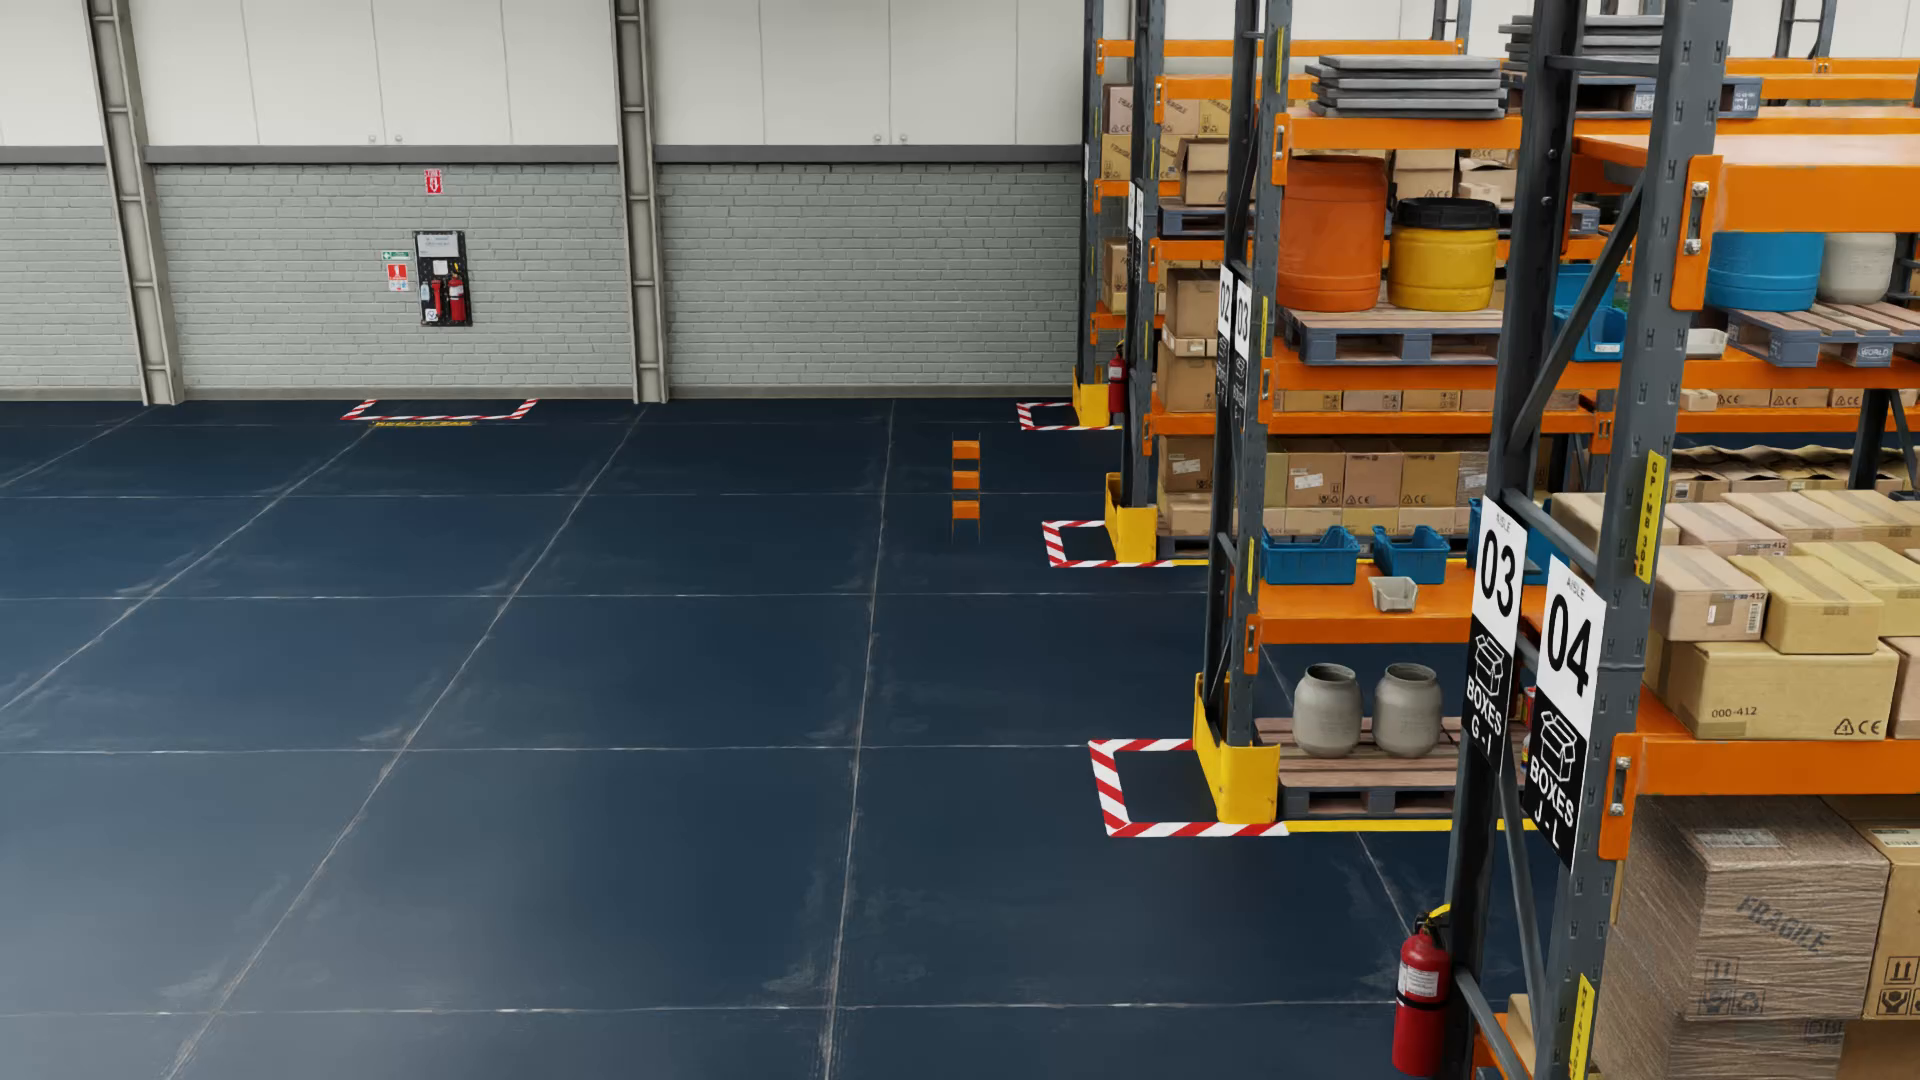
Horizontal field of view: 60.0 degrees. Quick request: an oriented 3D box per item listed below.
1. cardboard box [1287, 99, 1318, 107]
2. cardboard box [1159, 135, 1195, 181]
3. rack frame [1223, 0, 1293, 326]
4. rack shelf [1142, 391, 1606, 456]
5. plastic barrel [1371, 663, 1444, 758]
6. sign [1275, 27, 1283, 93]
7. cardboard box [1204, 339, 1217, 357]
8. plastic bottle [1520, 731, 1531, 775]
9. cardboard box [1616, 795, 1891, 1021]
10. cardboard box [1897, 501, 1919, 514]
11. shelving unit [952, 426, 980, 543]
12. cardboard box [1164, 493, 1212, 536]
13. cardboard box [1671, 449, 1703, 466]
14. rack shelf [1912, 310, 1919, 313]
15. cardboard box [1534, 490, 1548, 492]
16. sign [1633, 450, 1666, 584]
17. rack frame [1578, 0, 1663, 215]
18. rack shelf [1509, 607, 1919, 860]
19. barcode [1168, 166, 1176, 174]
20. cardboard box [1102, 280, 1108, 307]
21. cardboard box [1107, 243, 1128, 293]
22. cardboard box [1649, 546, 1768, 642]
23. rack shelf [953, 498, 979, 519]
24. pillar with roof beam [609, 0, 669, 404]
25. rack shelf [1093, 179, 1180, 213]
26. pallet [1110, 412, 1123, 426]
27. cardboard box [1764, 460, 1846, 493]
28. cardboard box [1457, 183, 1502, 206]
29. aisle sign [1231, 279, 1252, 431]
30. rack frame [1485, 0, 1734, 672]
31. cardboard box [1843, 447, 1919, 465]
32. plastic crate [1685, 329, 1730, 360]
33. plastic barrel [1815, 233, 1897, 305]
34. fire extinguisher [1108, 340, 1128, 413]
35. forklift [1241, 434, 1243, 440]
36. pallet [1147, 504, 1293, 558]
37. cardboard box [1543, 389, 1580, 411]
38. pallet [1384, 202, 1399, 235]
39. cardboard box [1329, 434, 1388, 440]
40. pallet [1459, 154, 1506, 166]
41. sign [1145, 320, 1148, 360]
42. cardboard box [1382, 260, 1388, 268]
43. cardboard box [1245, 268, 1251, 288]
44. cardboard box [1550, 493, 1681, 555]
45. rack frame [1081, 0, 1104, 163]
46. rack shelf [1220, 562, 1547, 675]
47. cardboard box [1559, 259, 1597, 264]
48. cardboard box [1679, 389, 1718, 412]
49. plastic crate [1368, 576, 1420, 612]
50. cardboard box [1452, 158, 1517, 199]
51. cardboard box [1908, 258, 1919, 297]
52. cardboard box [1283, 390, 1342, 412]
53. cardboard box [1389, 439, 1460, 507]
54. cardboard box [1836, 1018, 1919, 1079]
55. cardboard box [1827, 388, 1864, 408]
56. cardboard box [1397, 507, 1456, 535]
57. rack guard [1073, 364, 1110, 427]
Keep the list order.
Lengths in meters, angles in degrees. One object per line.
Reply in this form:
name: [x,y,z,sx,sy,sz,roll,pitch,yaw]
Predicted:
cardboard box: [3.921,-4.802,18.564,0.500,0.500,0.500,-1,18,-3]
cardboard box: [2.364,-4.320,18.700,0.500,0.500,0.500,1,18,3]
rack frame: [1.644,-2.749,9.087,0.127,3.000,1.000,0,18,-1]
rack shelf: [3.570,-1.072,14.859,4.000,0.370,1.077,0,18,-1]
plastic barrel: [2.802,1.064,10.409,0.421,0.512,0.421,0,18,0]
sign: [1.649,-2.481,8.595,0.005,0.325,0.100,0,18,-1]
cardboard box: [2.230,-1.700,14.412,0.250,0.149,0.380,-1,18,-2]
plastic bottle: [3.462,1.284,10.083,0.097,0.271,0.097,0,18,0]
cardboard box: [2.277,1.036,4.823,0.500,0.500,0.500,0,18,-1]
cardboard box: [3.029,0.005,5.005,0.250,0.149,0.380,0,18,0]
shelving unit: [0.054,-0.500,15.090,0.252,1.050,0.215,0,18,-1]
cardboard box: [2.110,-0.230,14.871,0.500,0.250,0.500,0,18,-1]
cardboard box: [6.490,-0.676,15.342,0.500,0.311,0.500,0,18,1]
rack shelf: [11.487,-2.624,19.695,4.000,0.370,1.077,0,18,-1]
cardboard box: [5.101,-0.405,15.417,0.500,0.250,0.500,0,18,-1]
sign: [1.731,-0.058,4.179,0.005,0.325,0.100,0,18,-1]
rack frame: [5.569,-4.281,13.863,0.127,3.000,1.000,0,18,-1]
rack shelf: [3.722,0.525,4.969,4.000,0.370,1.077,0,18,-1]
barcode: [1.864,-3.258,14.636,0.075,0.075,0.001,0,18,-1]
cardboard box: [1.952,-2.917,19.647,0.500,0.250,0.500,0,18,0]
cardboard box: [1.970,-3.124,19.062,0.500,0.500,0.500,0,18,-1]
cardboard box: [2.002,0.143,4.575,0.250,0.149,0.380,0,18,-1]
rack shelf: [0.054,-0.225,15.179,0.240,0.259,0.215,0,18,-1]
pillar with roof beam: [-3.757,-4.698,15.164,0.400,9.000,9.100,0,18,-1]
rack shelf: [3.488,-4.013,19.117,4.000,0.370,1.077,0,18,-1]
pallet: [2.377,-1.584,19.841,1.213,0.211,1.003,0,18,-1]
cardboard box: [7.524,-0.516,14.843,0.500,0.311,0.500,0,18,1]
cardboard box: [4.368,-2.910,13.995,0.250,0.149,0.380,0,18,-1]
aisle sign: [1.577,-1.040,9.326,0.004,0.787,0.394,0,18,-1]
rack frame: [1.723,-1.236,4.371,0.127,3.000,1.000,0,18,-1]
cardboard box: [8.516,-0.683,15.365,0.500,0.311,0.500,-1,18,-2]
plastic crate: [4.045,-1.083,9.236,0.396,0.136,0.243,0,18,-1]
plastic barrel: [5.210,-1.651,9.704,0.421,0.512,0.421,0,18,0]
fire extinguisher: [1.444,-1.509,15.171,0.183,0.674,0.296,0,18,-1]
forklift: [3.964,-2.224,17.384,3.031,2.935,1.130,-12,21,-33]
pallet: [2.334,-0.094,15.196,1.213,0.211,1.003,0,18,-1]
cardboard box: [5.126,-1.468,14.751,0.500,0.500,0.700,-1,18,-2]
pallet: [3.500,-2.793,14.281,1.213,0.211,1.003,0,18,-1]
cardboard box: [3.601,-0.757,15.287,0.500,0.500,0.500,0,18,-1]
pallet: [6.106,-4.246,18.974,1.003,0.211,1.213,0,18,-1]
sign: [1.573,-1.685,14.046,0.005,0.325,0.100,0,18,-1]
cardboard box: [5.020,-3.136,19.099,0.500,0.500,0.500,0,18,-1]
cardboard box: [2.616,-2.073,14.514,0.500,0.500,0.700,-1,18,-2]
cardboard box: [1.995,-0.023,5.092,0.250,0.149,0.380,0,18,-1]
rack frame: [1.488,-5.774,18.519,0.127,3.000,1.000,0,18,-1]
rack shelf: [3.644,0.441,10.143,4.000,0.370,1.077,0,18,-1]
cardboard box: [7.214,-3.200,19.429,0.500,0.500,0.700,2,18,7]
cardboard box: [6.459,-1.246,14.636,0.250,0.149,0.380,0,18,-1]
plastic crate: [2.544,0.327,9.750,0.250,0.136,0.298,0,18,-1]
cardboard box: [4.522,-3.152,14.484,0.500,0.311,0.500,-1,18,-4]
cardboard box: [10.997,-3.081,19.261,0.500,0.500,0.500,0,18,-1]
cardboard box: [3.059,-1.456,14.713,0.500,0.500,0.700,0,18,0]
cardboard box: [4.109,-0.601,14.798,0.500,0.500,0.500,0,18,-1]
cardboard box: [2.771,1.398,5.330,0.500,0.500,0.875,0,18,-1]
cardboard box: [7.891,-1.478,14.783,0.500,0.500,0.500,-1,18,-4]
cardboard box: [4.109,-0.240,14.900,0.500,0.250,0.500,0,18,-1]
rack guard: [1.564,-1.728,19.818,0.348,0.500,1.175,0,18,-1]
